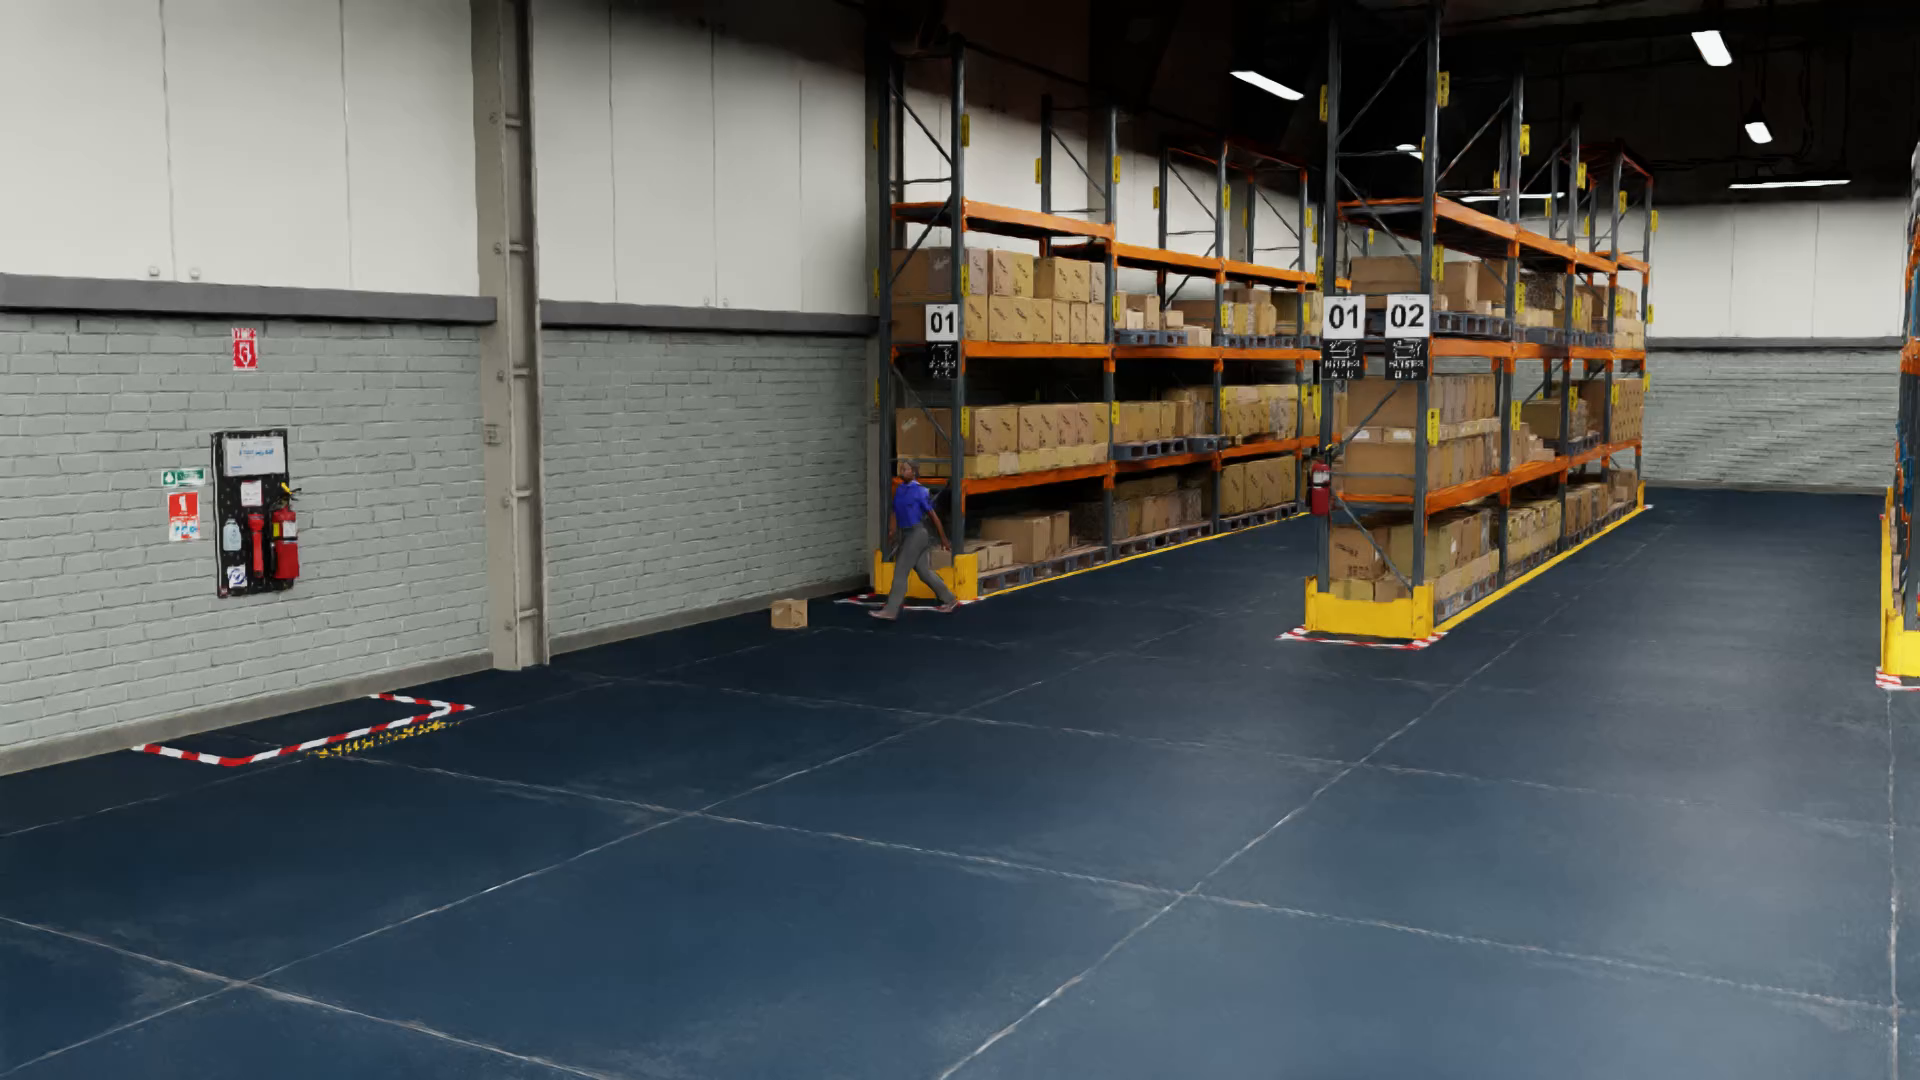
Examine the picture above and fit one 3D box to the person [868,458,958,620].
[{"bbox_3d":[-0.458,-0.015,16.611,1.006,1.598,0.502,-3,7,-29],"label":"person"}]
